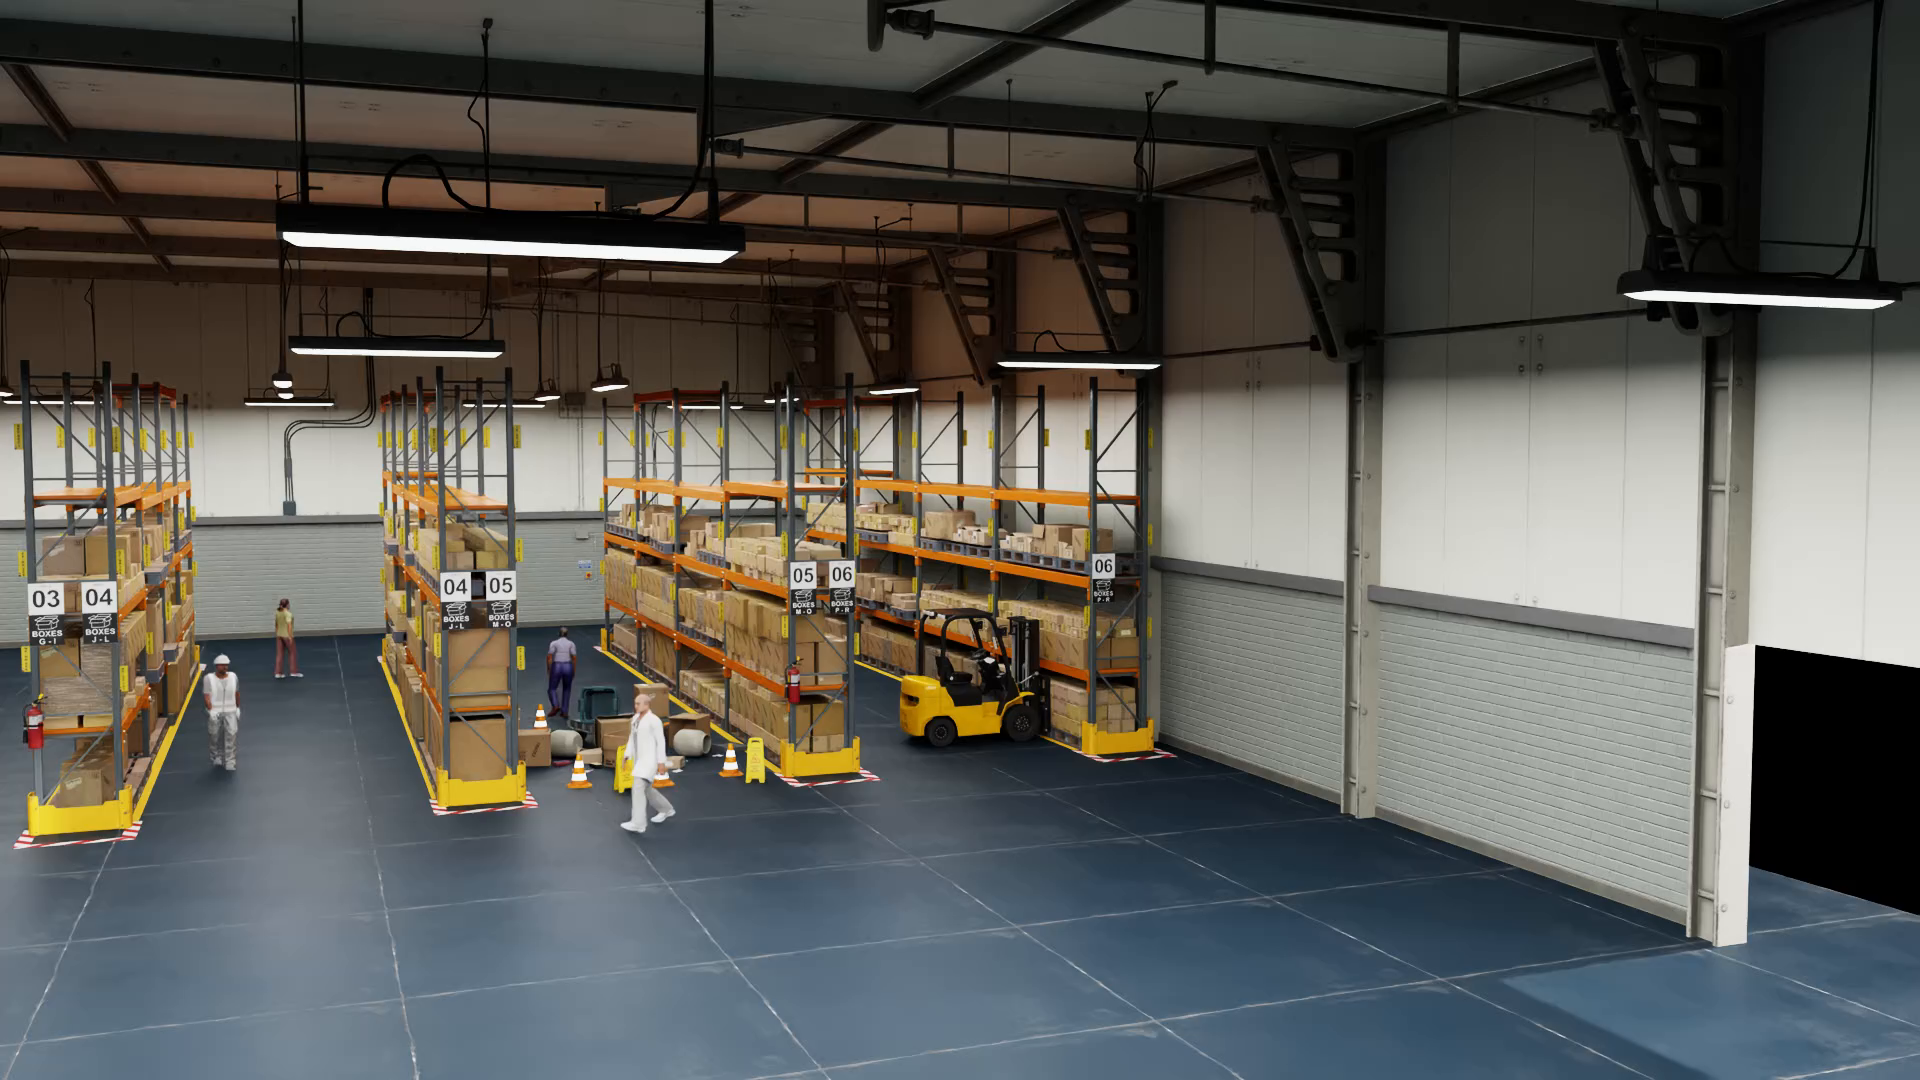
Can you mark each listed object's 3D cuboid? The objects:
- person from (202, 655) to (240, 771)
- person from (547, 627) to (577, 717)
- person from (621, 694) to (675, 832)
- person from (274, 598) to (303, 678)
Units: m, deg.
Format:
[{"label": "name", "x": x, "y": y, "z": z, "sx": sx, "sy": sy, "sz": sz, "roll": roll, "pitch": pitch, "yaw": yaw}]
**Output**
[{"label": "person", "x": -11.154, "y": 2.601, "z": 25.184, "sx": 0.557, "sy": 1.720, "sz": 0.992, "roll": -2, "pitch": 4, "yaw": -35}, {"label": "person", "x": -7.168, "y": 2.395, "z": 29.940, "sx": 0.567, "sy": 1.622, "sz": 0.625, "roll": -1, "pitch": 4, "yaw": -21}, {"label": "person", "x": -4.054, "y": 2.857, "z": 21.487, "sx": 0.918, "sy": 1.744, "sz": 0.577, "roll": -2, "pitch": 4, "yaw": -34}, {"label": "person", "x": -14.167, "y": 2.065, "z": 34.977, "sx": 0.479, "sy": 1.686, "sz": 0.636, "roll": 1, "pitch": 4, "yaw": 21}]
